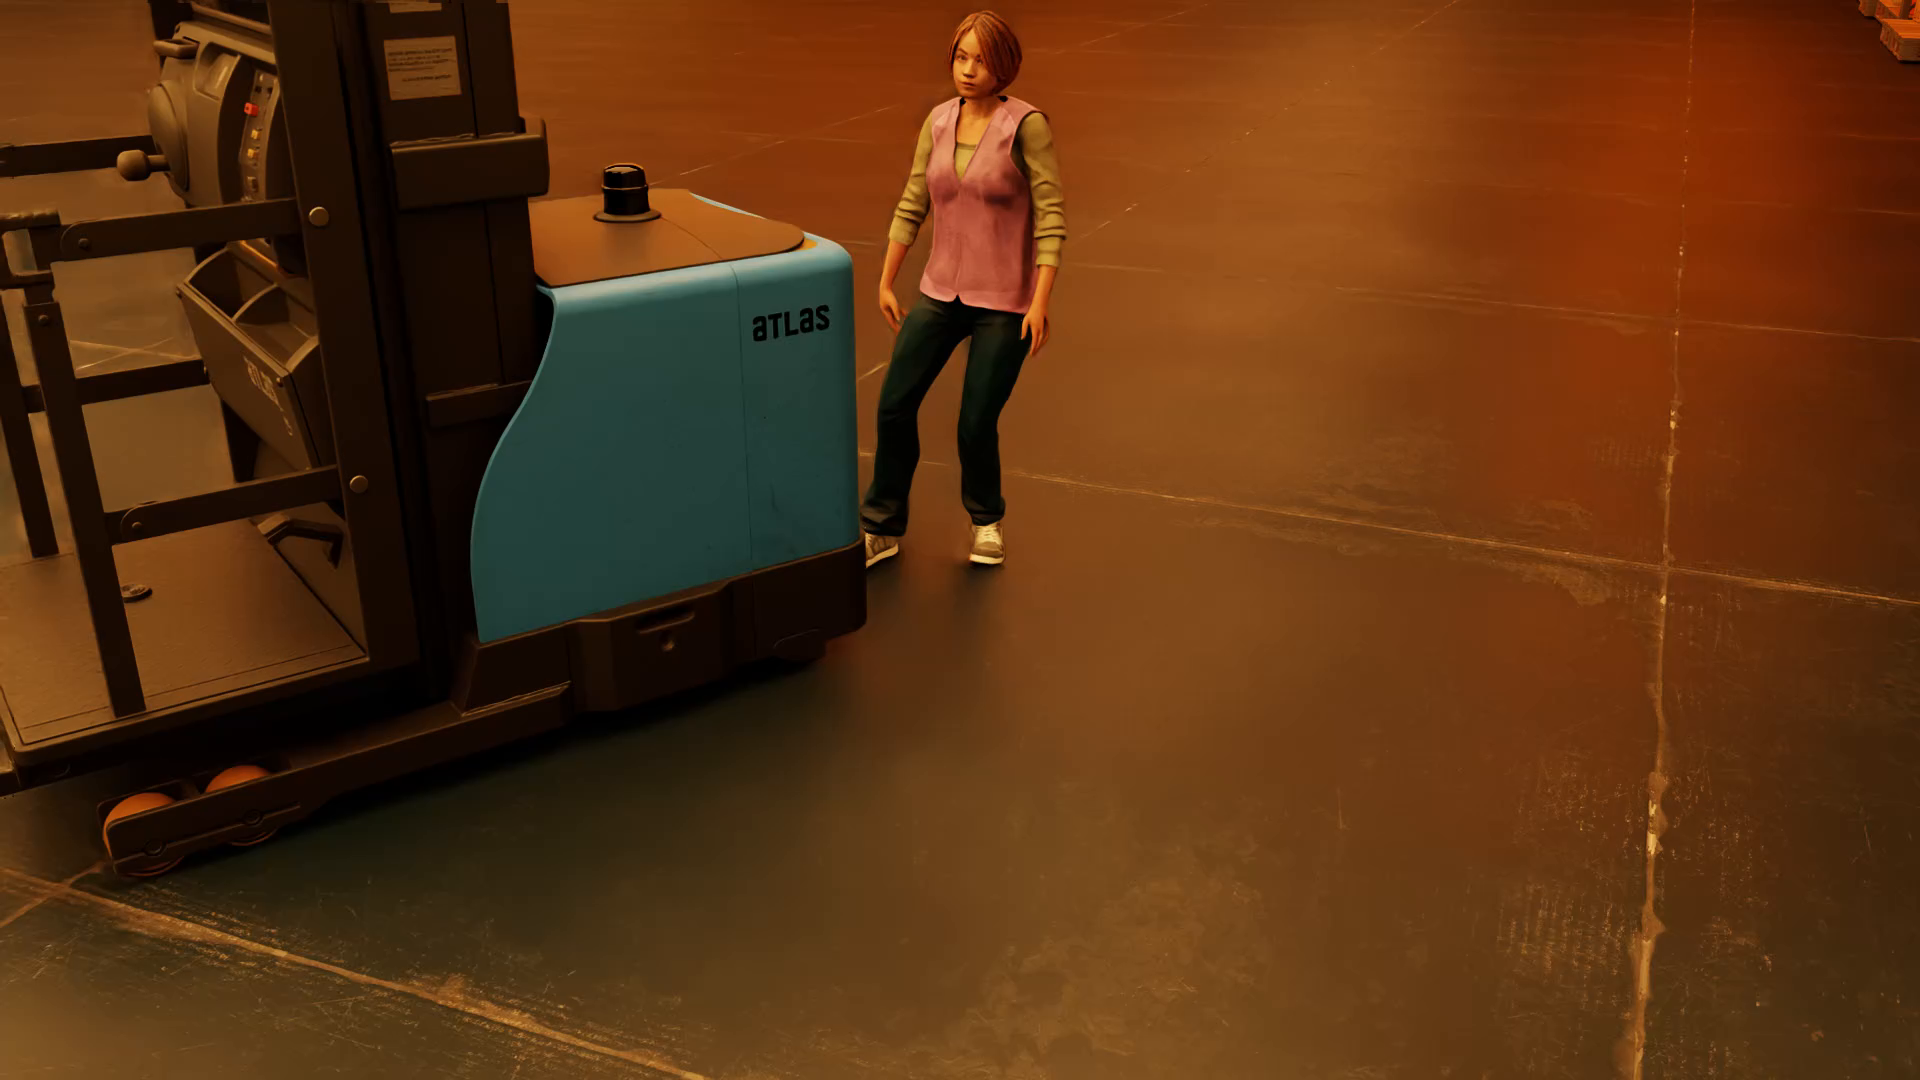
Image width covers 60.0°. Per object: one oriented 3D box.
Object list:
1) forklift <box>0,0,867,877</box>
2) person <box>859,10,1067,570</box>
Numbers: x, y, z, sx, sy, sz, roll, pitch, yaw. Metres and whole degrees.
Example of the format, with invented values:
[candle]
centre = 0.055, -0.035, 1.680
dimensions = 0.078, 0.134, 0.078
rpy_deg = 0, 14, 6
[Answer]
[forklift]
centre = -1.739, -0.890, 3.422
dimensions = 3.031, 2.935, 1.130
rpy_deg = -15, 27, -33
[person]
centre = -0.020, -0.632, 4.615
dimensions = 0.573, 1.558, 0.520
rpy_deg = 13, 26, 28
